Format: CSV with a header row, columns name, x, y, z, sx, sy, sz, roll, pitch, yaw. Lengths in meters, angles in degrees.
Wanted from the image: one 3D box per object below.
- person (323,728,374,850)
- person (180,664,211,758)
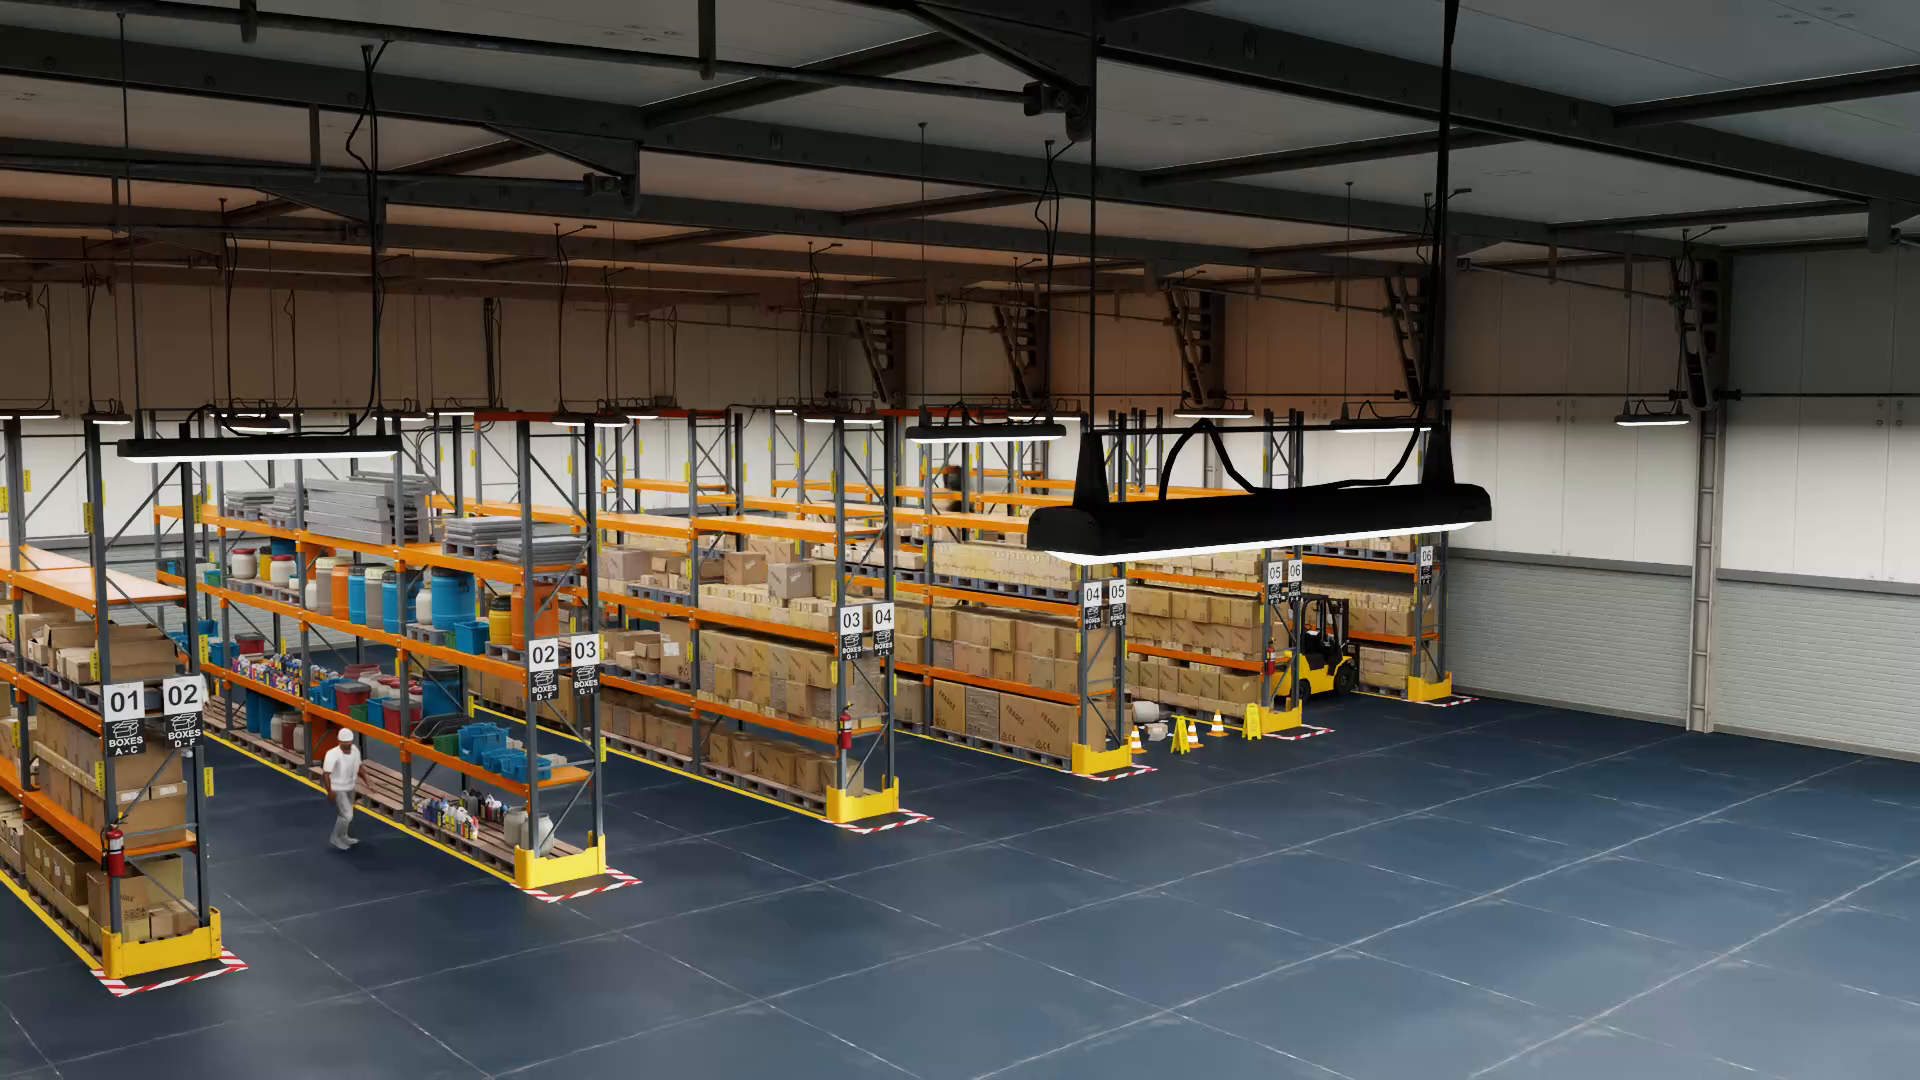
name,x,y,z,sx,sy,sz,roll,pitch,yaw
person,-8.557,3.444,23.099,0.620,1.730,0.635,1,5,15
person,-13.508,2.987,29.028,0.889,1.592,0.716,3,6,30
